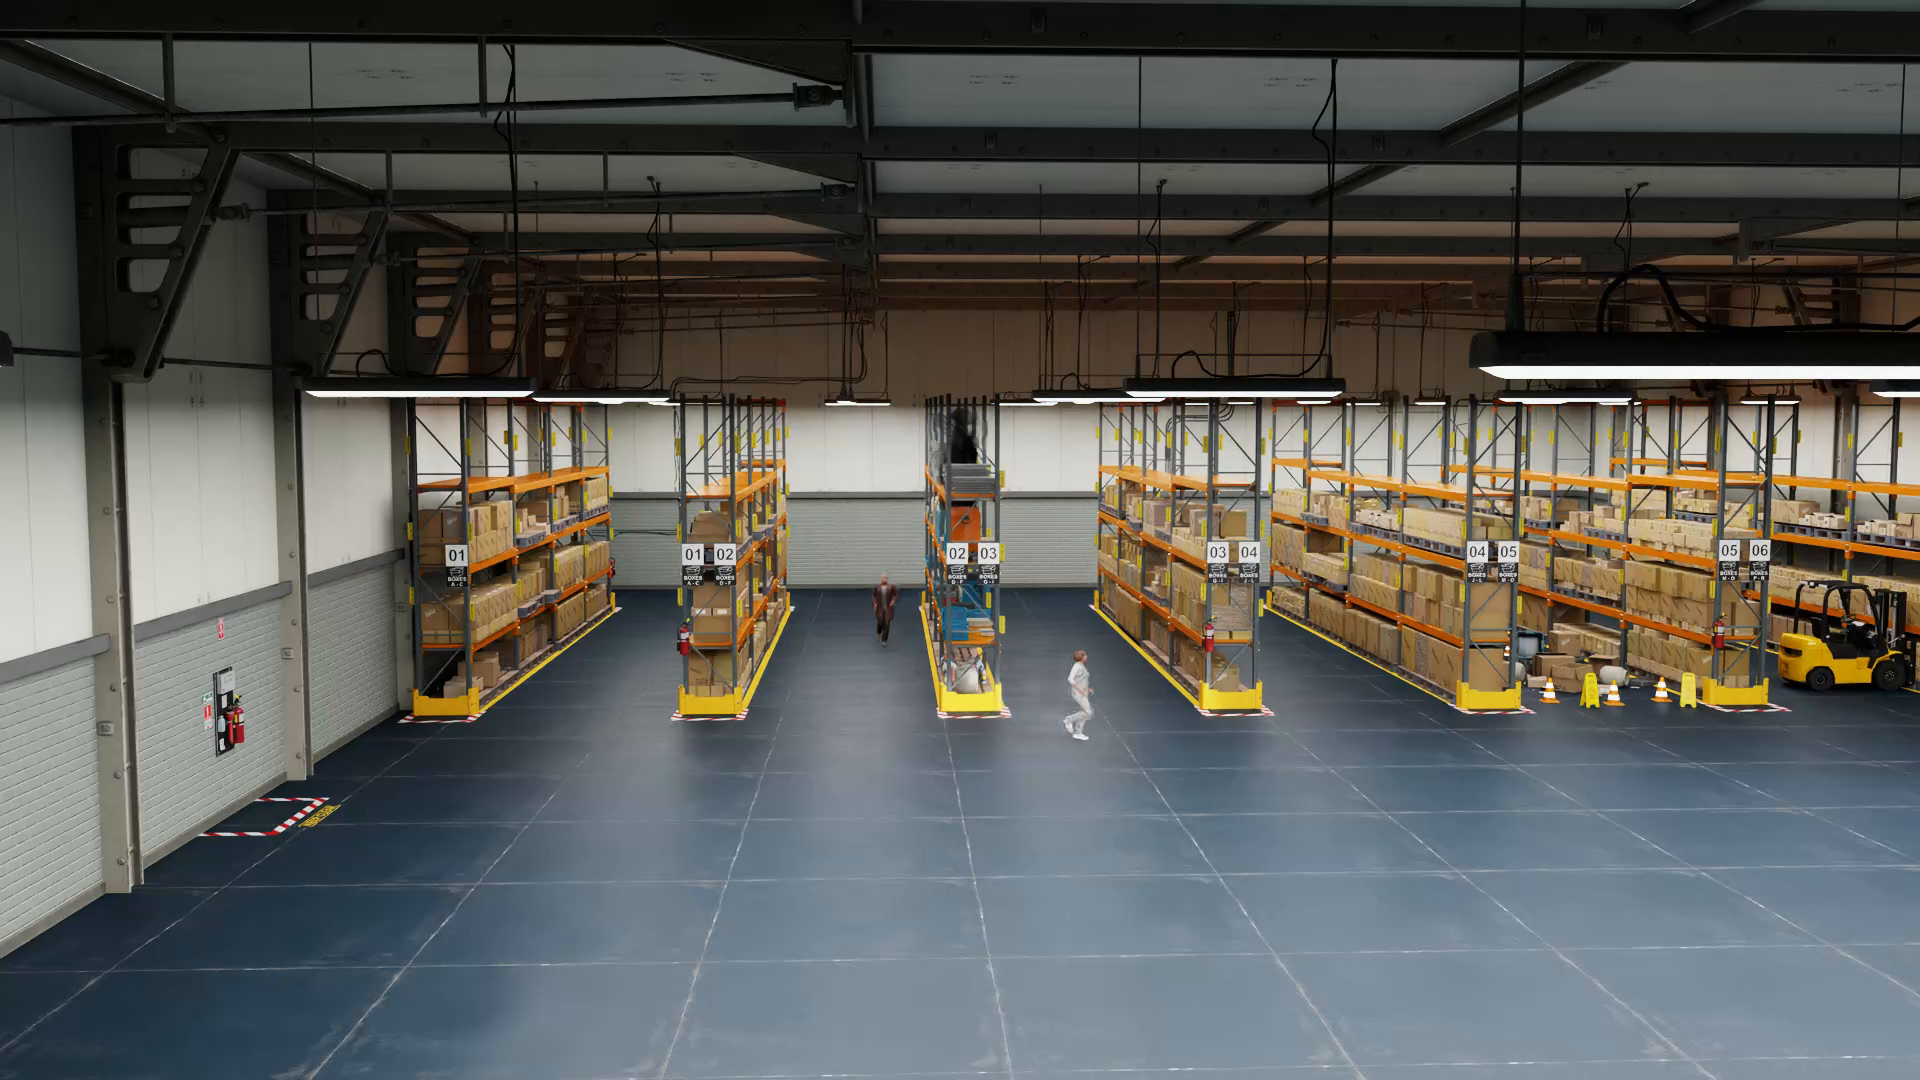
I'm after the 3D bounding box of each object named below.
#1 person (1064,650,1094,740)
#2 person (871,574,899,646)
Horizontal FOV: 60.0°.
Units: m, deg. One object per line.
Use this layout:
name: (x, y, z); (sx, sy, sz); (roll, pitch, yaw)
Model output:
person: (2.049, 2.678, 28.801); (0.500, 1.566, 0.538); (1, 5, 18)
person: (-1.811, 1.685, 40.175); (0.699, 1.748, 0.671); (0, 5, 1)
